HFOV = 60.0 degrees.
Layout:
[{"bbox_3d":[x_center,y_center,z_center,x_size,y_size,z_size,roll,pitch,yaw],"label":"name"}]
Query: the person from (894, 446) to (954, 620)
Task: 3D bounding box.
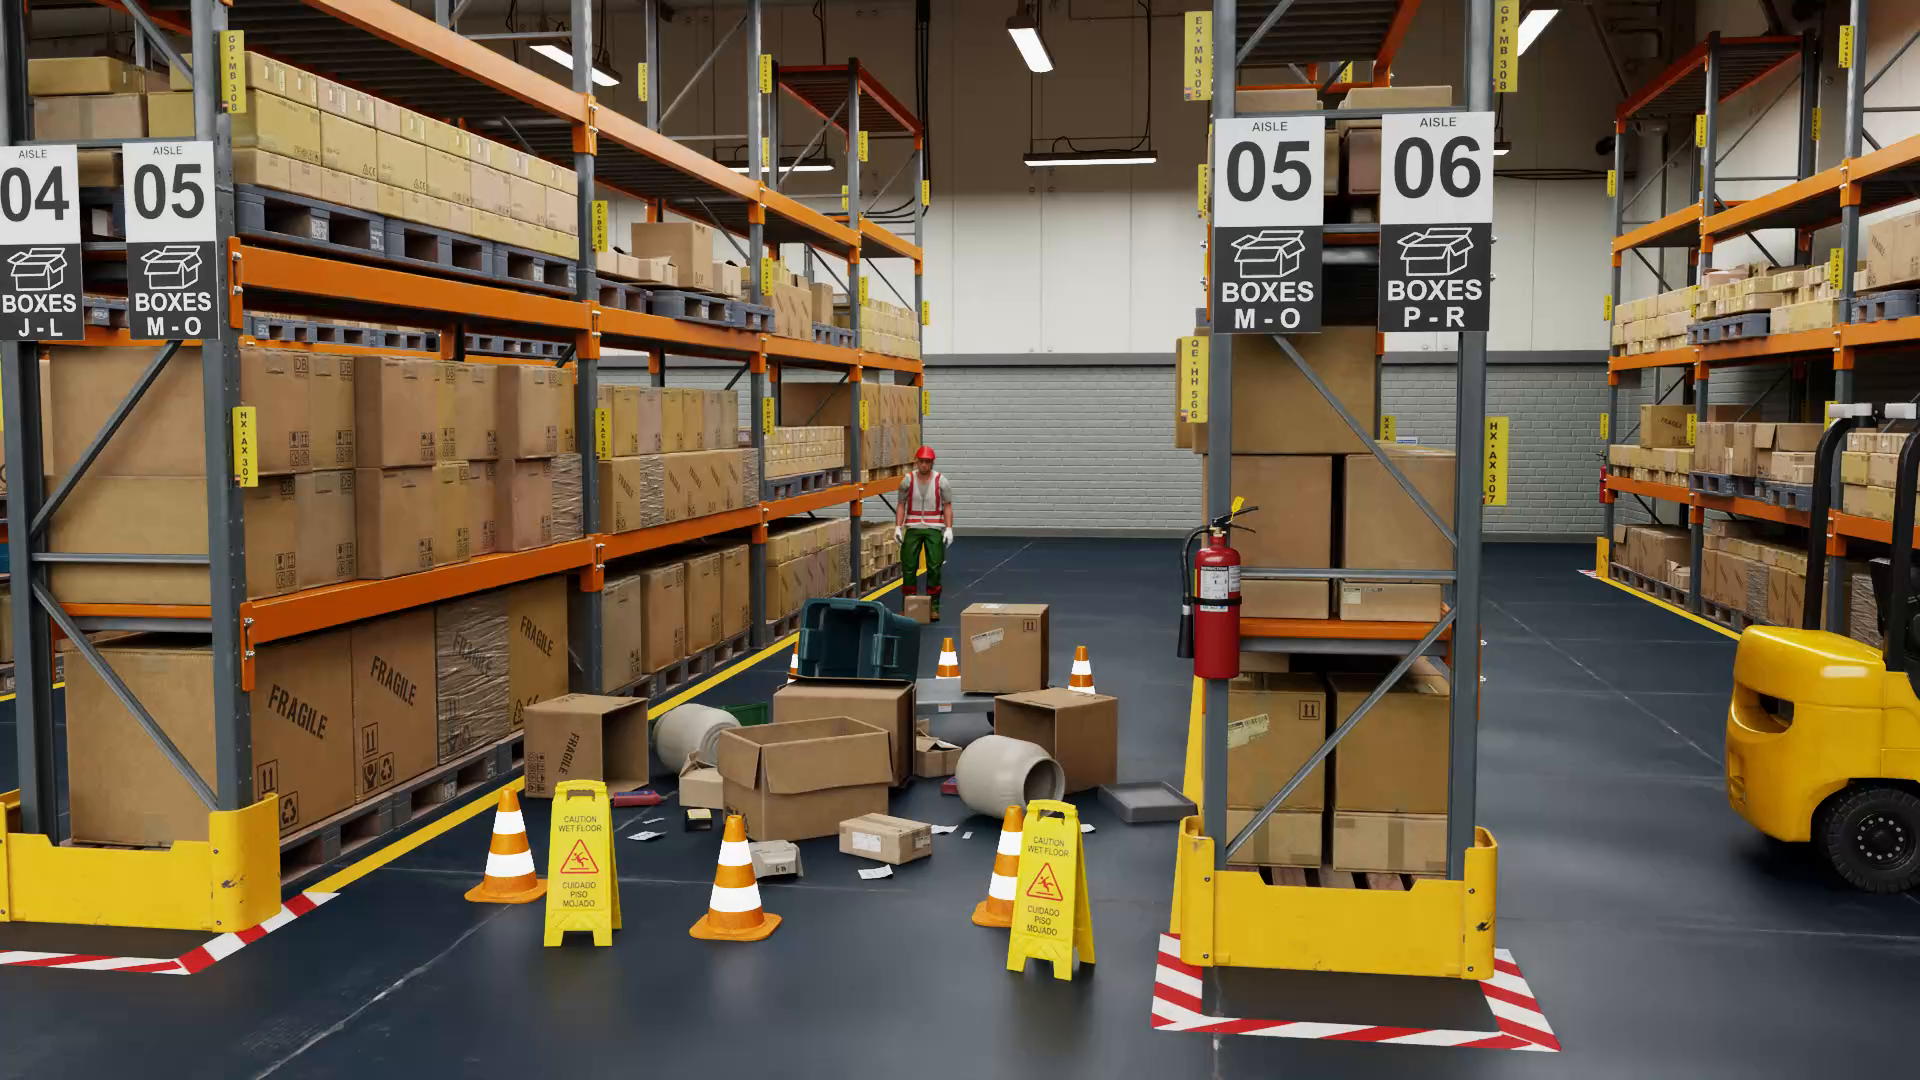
[{"bbox_3d":[-0.370,-0.074,16.948,0.616,1.778,0.453,0,4,5],"label":"person"}]
